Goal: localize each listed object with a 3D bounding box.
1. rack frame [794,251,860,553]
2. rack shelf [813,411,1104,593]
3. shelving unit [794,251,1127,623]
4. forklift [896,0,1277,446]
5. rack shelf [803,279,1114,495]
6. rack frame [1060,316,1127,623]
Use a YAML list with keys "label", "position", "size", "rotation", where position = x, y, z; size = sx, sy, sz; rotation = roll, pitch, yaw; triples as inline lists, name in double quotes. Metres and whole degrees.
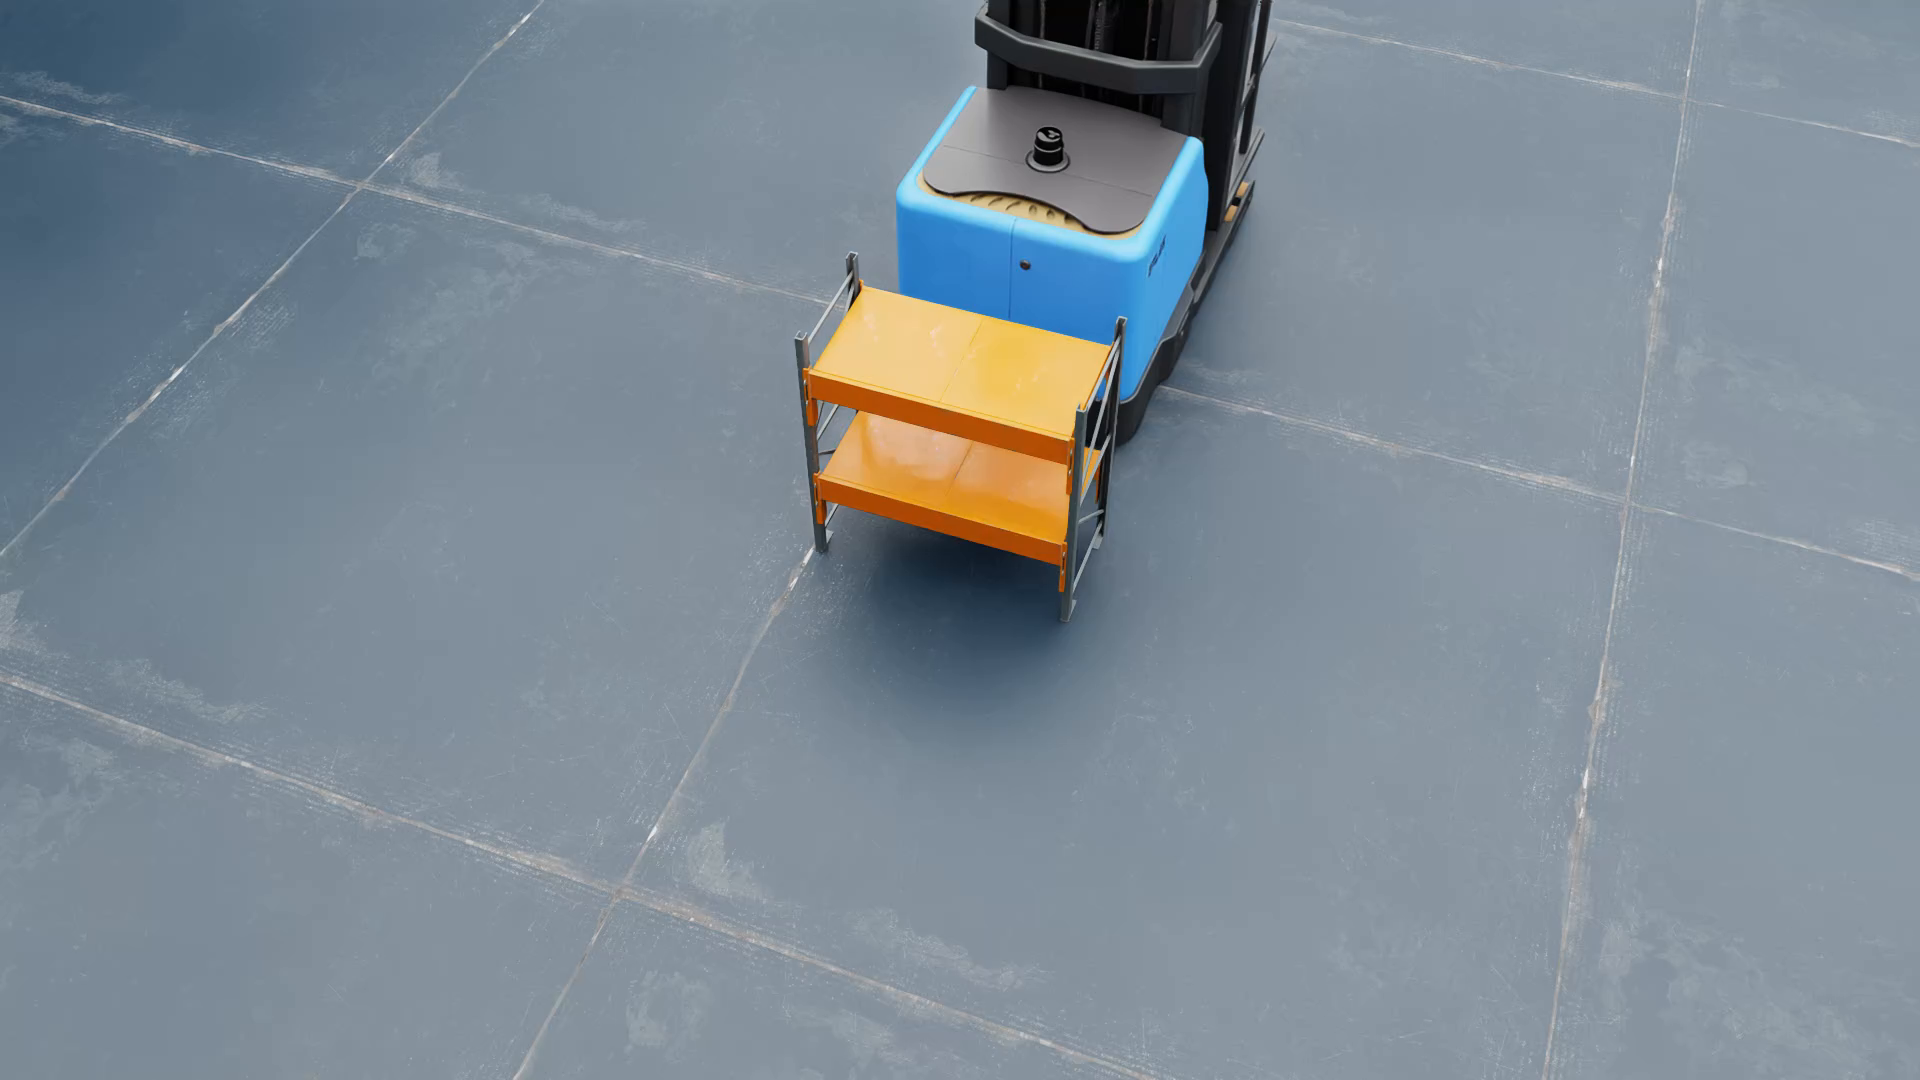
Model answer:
- label: "rack frame"
  position: [-0.471, -0.500, 6.305]
  size: [0.032, 1.125, 0.500]
  rotation: [16, 51, 13]
- label: "rack shelf"
  position: [0.006, -0.206, 6.375]
  size: [1.000, 0.278, 0.538]
  rotation: [16, 51, 13]
- label: "shelving unit"
  position: [0.006, -0.367, 6.190]
  size: [1.048, 1.125, 0.538]
  rotation: [16, 51, 13]
- label: "forklift"
  position: [0.758, -2.485, 6.831]
  size: [1.130, 2.935, 3.031]
  rotation: [17, 51, 14]
- label: "rack shelf"
  position: [0.006, -0.558, 5.969]
  size: [1.000, 0.278, 0.538]
  rotation: [16, 51, 13]
- label: "rack frame"
  position: [0.483, -0.234, 6.075]
  size: [0.032, 1.125, 0.500]
  rotation: [16, 51, 13]
